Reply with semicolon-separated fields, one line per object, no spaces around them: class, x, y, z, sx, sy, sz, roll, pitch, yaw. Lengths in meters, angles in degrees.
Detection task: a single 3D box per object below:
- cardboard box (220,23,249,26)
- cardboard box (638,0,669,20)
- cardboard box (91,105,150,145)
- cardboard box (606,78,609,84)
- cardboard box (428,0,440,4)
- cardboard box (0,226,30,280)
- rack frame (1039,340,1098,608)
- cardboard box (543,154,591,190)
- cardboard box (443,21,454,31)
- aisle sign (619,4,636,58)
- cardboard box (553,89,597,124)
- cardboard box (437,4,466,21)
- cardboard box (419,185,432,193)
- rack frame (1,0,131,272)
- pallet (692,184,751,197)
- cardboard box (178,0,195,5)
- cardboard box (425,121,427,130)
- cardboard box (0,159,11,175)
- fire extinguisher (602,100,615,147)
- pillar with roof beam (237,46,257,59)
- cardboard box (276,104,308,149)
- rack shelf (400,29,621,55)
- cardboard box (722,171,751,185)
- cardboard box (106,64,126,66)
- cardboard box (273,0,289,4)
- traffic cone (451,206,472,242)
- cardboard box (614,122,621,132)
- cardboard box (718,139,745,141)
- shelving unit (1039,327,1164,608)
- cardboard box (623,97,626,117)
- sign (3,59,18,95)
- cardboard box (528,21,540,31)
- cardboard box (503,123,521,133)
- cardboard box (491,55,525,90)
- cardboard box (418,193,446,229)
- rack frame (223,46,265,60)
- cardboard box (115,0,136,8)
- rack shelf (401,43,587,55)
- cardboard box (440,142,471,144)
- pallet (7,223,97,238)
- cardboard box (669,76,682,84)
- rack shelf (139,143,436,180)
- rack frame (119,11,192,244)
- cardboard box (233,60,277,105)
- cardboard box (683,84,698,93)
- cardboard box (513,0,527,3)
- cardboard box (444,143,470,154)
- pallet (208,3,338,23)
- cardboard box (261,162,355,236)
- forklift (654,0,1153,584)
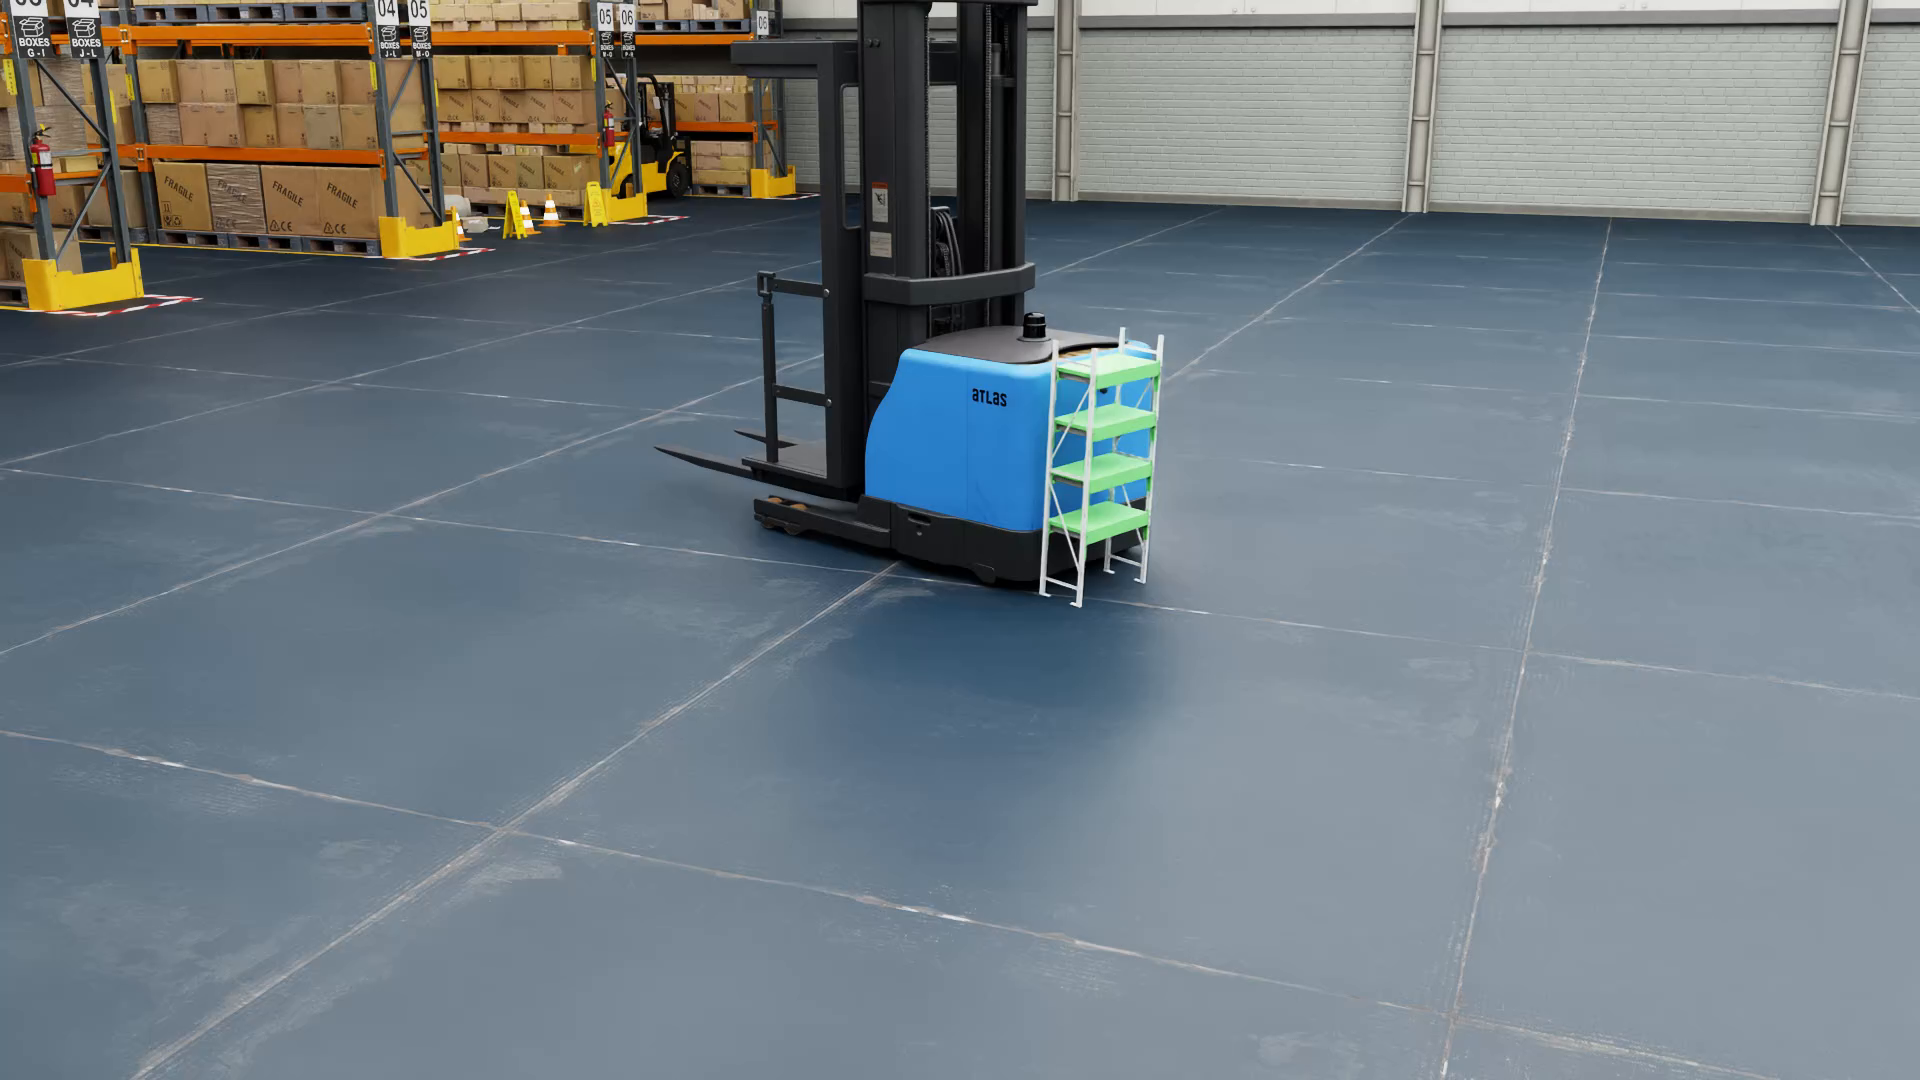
cardboard box;-11.800;-8.645;27.513;0.500;0.500;0.700;6;17;21
cardboard box;-5.365;-9.648;30.028;0.637;0.503;0.797;7;18;22
cardboard box;-11.263;-5.585;22.352;0.500;0.500;0.500;6;17;20
cardboard box;-6.434;-8.500;30.697;0.250;0.149;0.380;6;17;20
cardboard box;-8.054;-8.351;25.698;0.250;0.149;0.380;6;17;20
cardboard box;-10.015;-2.989;17.320;0.500;0.500;0.500;12;20;35
rack frame;0.485;-0.290;7.499;0.240;1.200;0.015;18;24;39
cardboard box;-6.077;-5.693;25.738;0.500;0.500;0.500;6;17;21
cardboard box;-7.800;-7.967;25.807;0.250;0.149;0.380;6;17;19
aisle sign;-5.064;-7.760;25.361;0.004;0.787;0.394;6;17;21
cardboard box;-5.842;-6.613;25.358;0.500;0.500;0.500;6;17;20
cardboard box;-7.704;-8.137;25.678;0.500;0.250;0.500;6;17;21
cardboard box;-8.507;-5.598;26.754;0.500;0.250;0.500;5;17;18
rack frame;-8.872;-3.868;16.615;0.127;3.000;1.000;6;17;21
pallet;-4.145;-6.454;30.525;1.213;0.211;1.003;6;17;21
cardboard box;-9.759;-6.919;21.266;0.250;0.149;0.380;6;17;20
cardboard box;-8.269;-6.579;26.407;0.250;0.149;0.380;6;17;20
cardboard box;-9.445;-3.748;16.655;0.250;0.149;0.380;6;17;21
fire extinguisher;-5.298;-6.269;25.027;0.183;0.674;0.296;6;17;21
pillar with roof beam;-16.478;-11.023;30.501;0.400;9.000;9.100;6;17;21
cardboard box;-8.314;-5.382;21.564;0.550;0.550;0.875;6;17;21
rack shelf;-7.096;-7.737;25.856;4.000;0.370;1.077;6;17;21
cardboard box;-3.971;-6.573;30.113;0.500;0.250;0.500;6;17;21
cardboard box;-14.195;-7.872;28.437;0.500;0.500;0.500;6;17;21
cardboard box;-8.339;-6.763;20.728;0.250;0.149;0.380;6;17;20
traffic cone;-6.931;-4.348;22.820;0.334;0.463;0.336;6;17;21
cardboard box;-5.476;-6.406;25.808;0.250;0.149;0.380;6;17;21
cardboard box;-4.262;-7.235;30.601;0.500;0.250;0.500;6;17;21
shelving unit;0.650;-0.341;7.672;0.258;1.200;0.503;18;24;39
cardboard box;-5.860;-7.969;30.564;0.500;0.500;0.500;6;17;20
sign;-9.094;-4.433;15.921;0.005;0.325;0.100;6;17;21
cardboard box;-6.360;-7.818;25.293;0.250;0.149;0.380;6;17;21
cardboard box;-6.878;-6.413;25.833;0.250;0.149;0.380;6;17;20
cardboard box;-6.771;-7.184;25.532;0.500;0.500;0.700;6;17;20
cardboard box;-7.799;-4.762;24.174;0.637;0.503;0.797;-5;17;-18
rack frame;-14.581;-8.953;34.133;0.127;3.000;1.000;6;17;21
cardboard box;-11.149;-7.305;22.384;0.396;0.266;0.258;6;17;20
rack shelf;-8.999;-9.434;31.701;4.000;0.370;1.077;6;17;21
cardboard box;-9.674;-7.473;32.541;0.625;0.625;0.875;7;18;22
pallet;-12.563;-4.397;23.442;1.213;0.211;1.003;6;17;21
cardboard box;-5.053;-8.314;30.057;0.250;0.149;0.380;7;17;22
rack shelf;-8.819;-5.003;21.816;4.000;0.370;1.077;6;17;21
rack frame;-10.679;-5.553;22.420;0.127;3.000;1.000;6;17;21
cardboard box;-8.846;-5.928;21.505;0.500;0.550;0.875;6;17;21
cardboard box;-4.803;-8.152;30.031;0.250;0.149;0.380;6;17;19
cardboard box;-6.571;-8.222;25.257;0.250;0.149;0.380;6;17;21
cardboard box;-7.934;-6.189;26.282;0.250;0.149;0.380;7;18;23
pallet;-8.791;-6.739;21.286;1.213;0.211;1.003;6;17;21
cardboard box;-8.432;-4.467;21.737;0.875;0.875;0.875;6;17;20
forklift;-0.462;-1.526;8.674;3.031;2.935;1.130;14;22;41
